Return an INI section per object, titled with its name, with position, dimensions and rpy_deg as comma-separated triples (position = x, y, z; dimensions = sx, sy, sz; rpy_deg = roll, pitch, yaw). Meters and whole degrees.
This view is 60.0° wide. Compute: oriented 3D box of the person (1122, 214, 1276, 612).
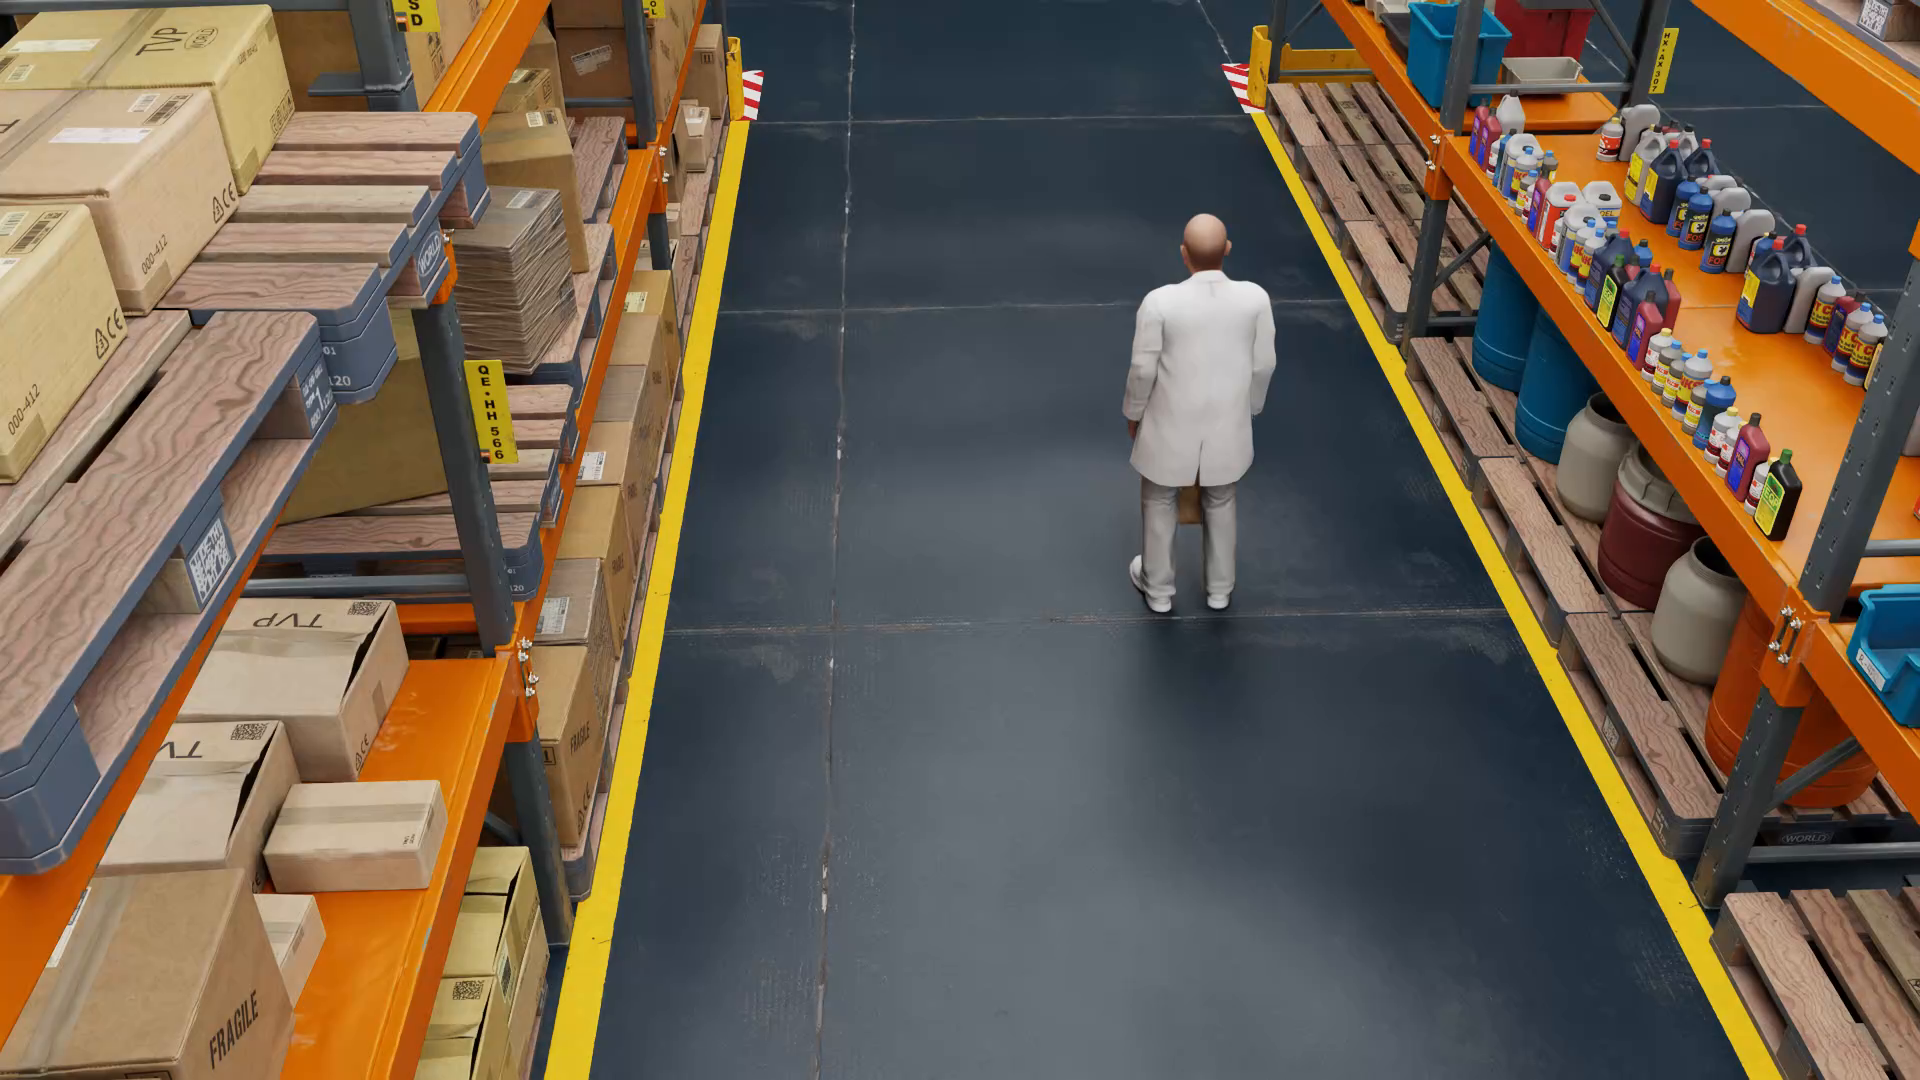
[person]
position = 0.966, -0.499, 6.875
dimensions = 0.596, 1.776, 0.424
rpy_deg = -2, 35, -4
